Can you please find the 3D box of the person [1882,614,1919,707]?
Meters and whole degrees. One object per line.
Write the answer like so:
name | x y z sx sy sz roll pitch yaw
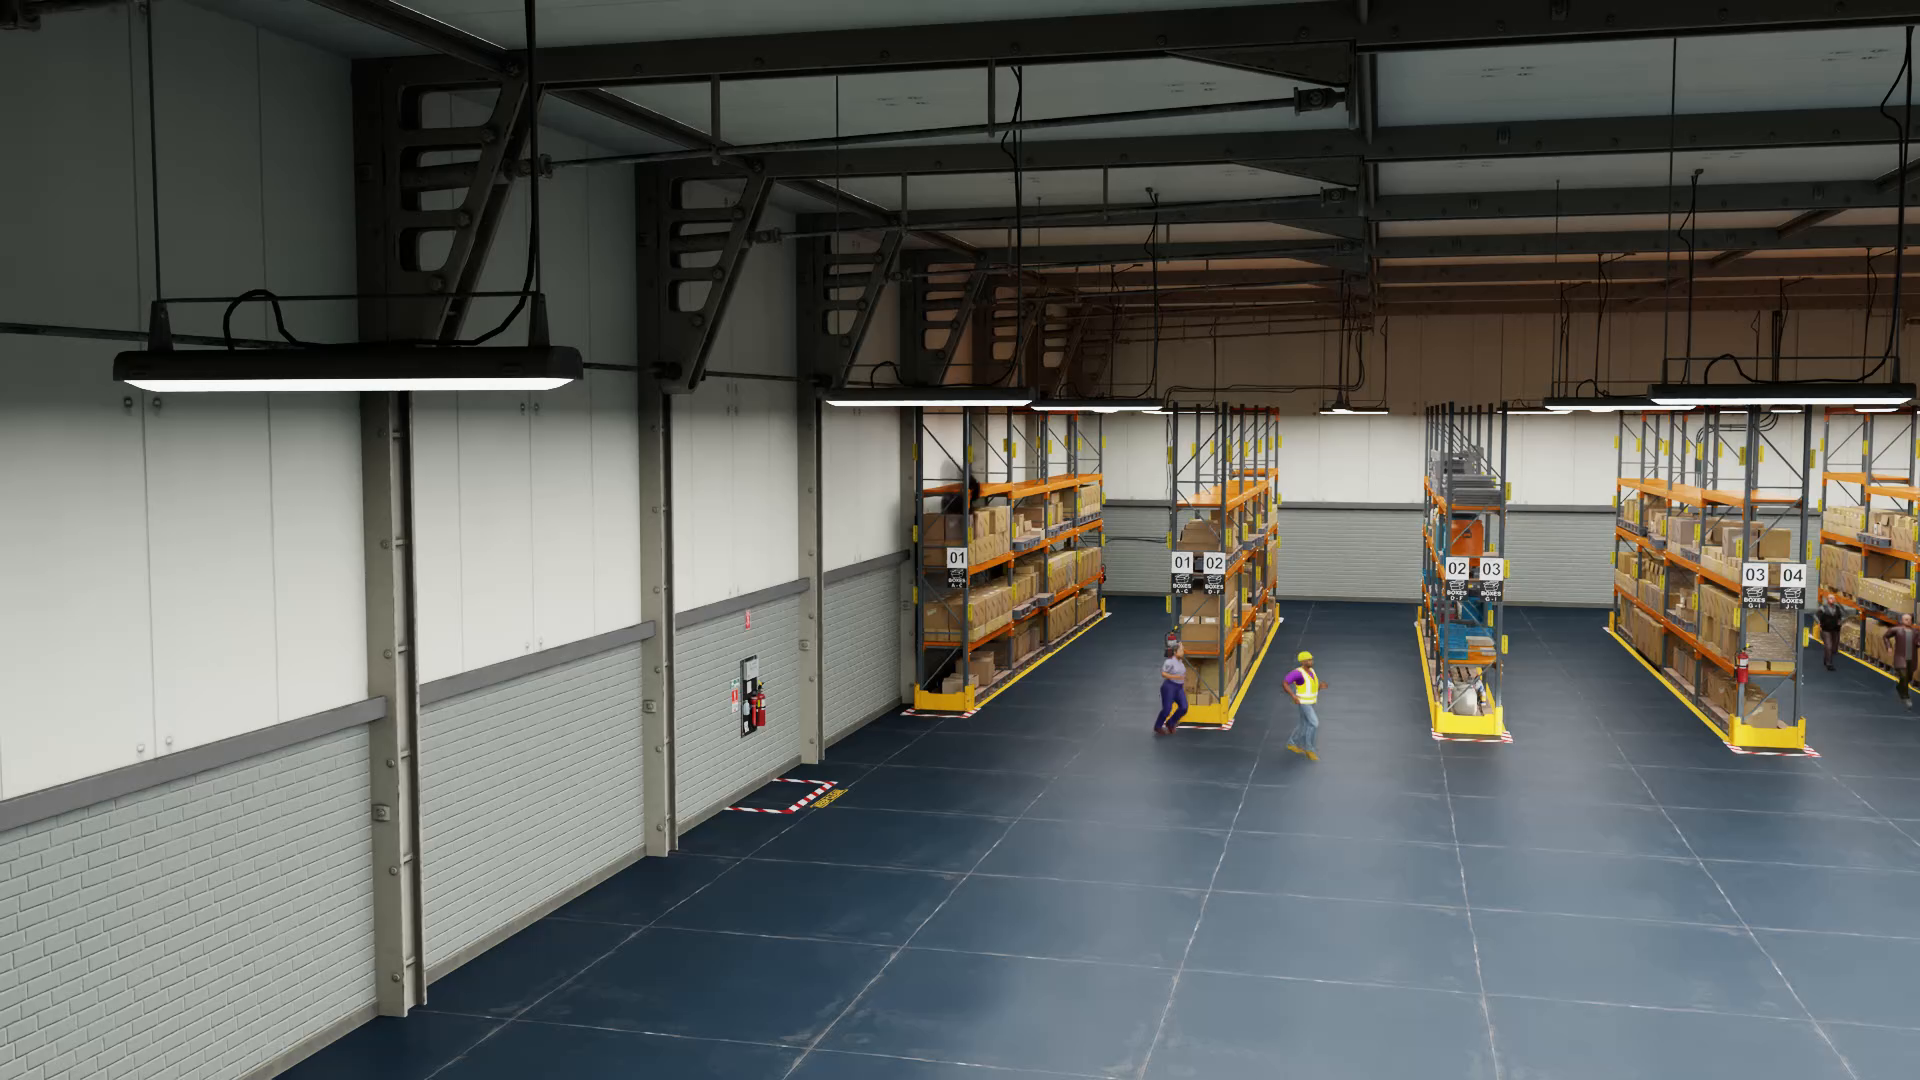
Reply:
person | 18.801 2.362 33.068 0.695 1.780 1.046 1 4 7

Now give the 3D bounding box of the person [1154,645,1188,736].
person | 3.880 2.716 29.976 0.604 1.638 0.613 -3 5 -38

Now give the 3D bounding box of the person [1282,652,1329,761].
person | 5.809 2.785 27.934 0.722 1.828 0.675 3 5 36

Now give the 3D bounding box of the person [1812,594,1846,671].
person | 19.715 2.121 37.690 0.676 1.632 0.802 0 4 6
